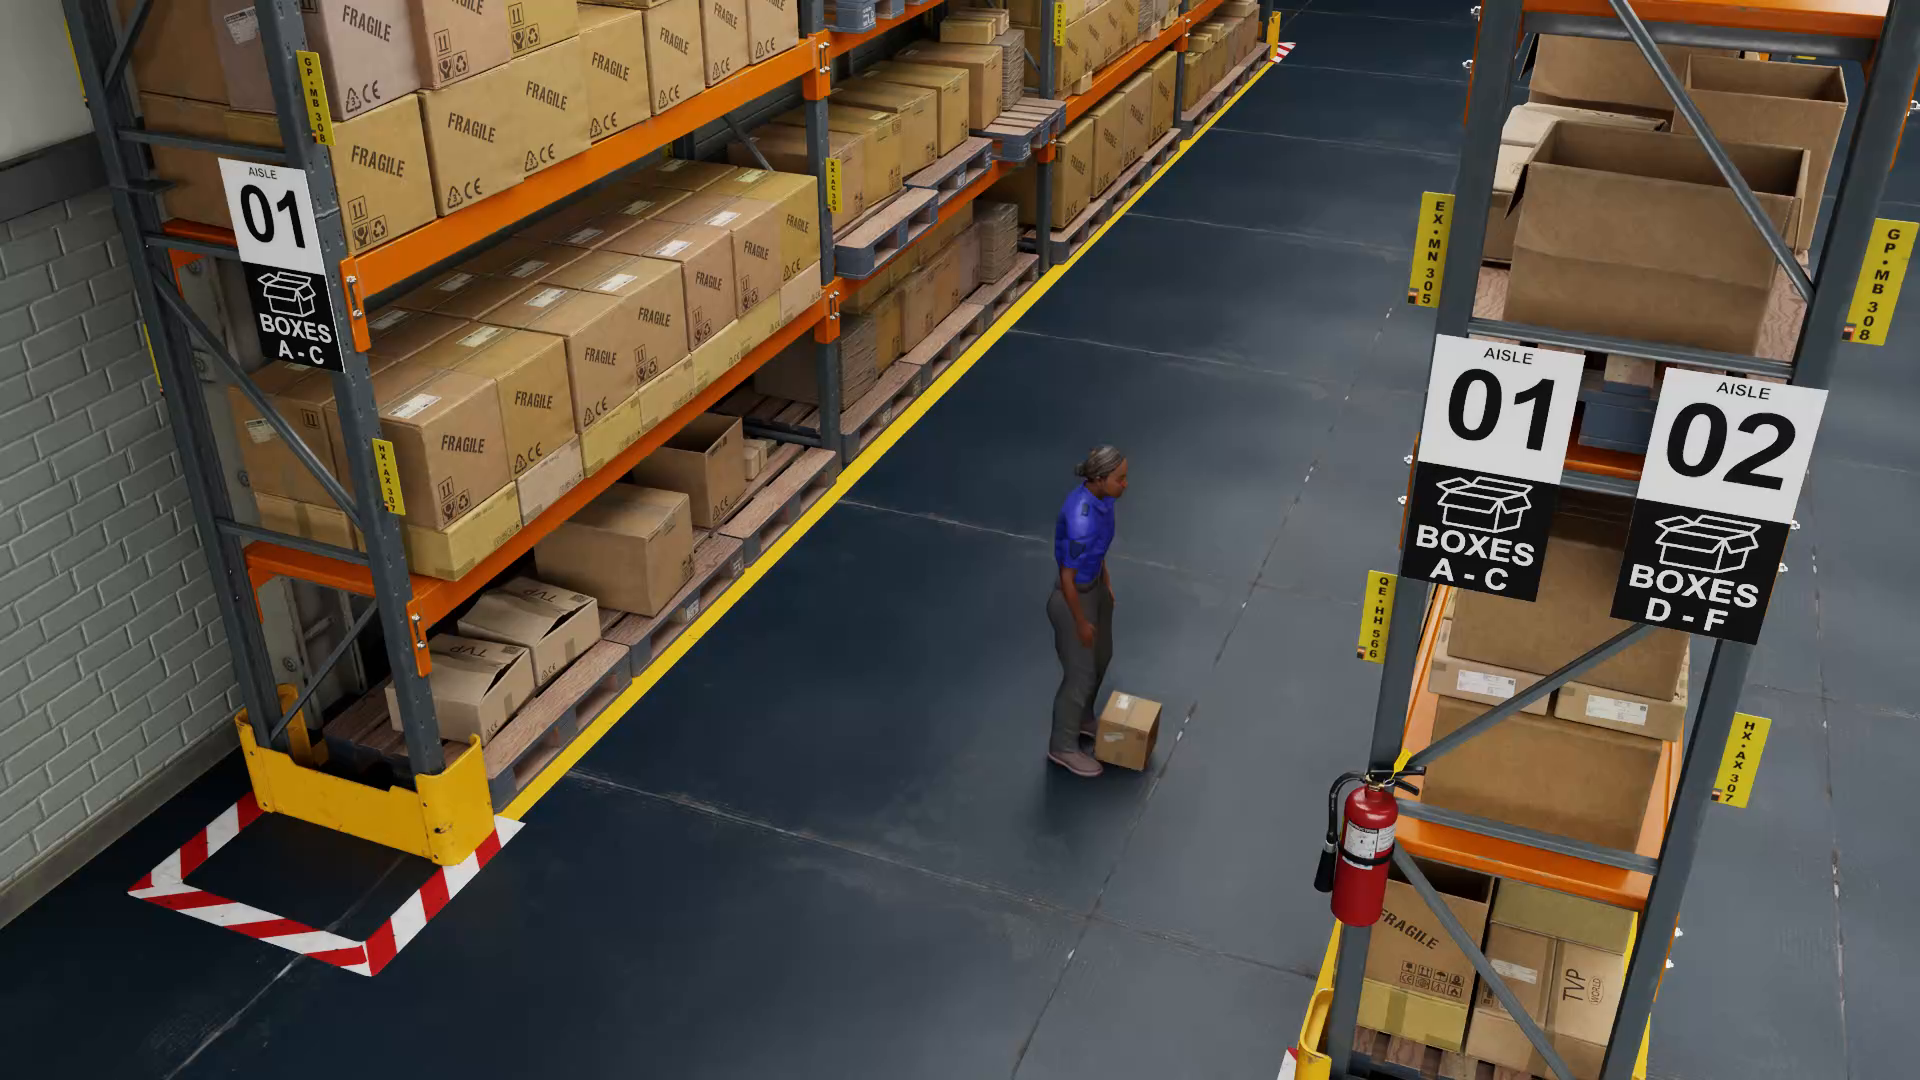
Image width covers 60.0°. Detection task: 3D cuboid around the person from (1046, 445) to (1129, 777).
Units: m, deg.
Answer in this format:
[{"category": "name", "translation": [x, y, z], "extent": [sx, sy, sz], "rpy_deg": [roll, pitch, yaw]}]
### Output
[{"category": "person", "translation": [0.598, 0.300, 7.871], "extent": [0.343, 1.656, 0.503], "rpy_deg": [10, 31, 17]}]
